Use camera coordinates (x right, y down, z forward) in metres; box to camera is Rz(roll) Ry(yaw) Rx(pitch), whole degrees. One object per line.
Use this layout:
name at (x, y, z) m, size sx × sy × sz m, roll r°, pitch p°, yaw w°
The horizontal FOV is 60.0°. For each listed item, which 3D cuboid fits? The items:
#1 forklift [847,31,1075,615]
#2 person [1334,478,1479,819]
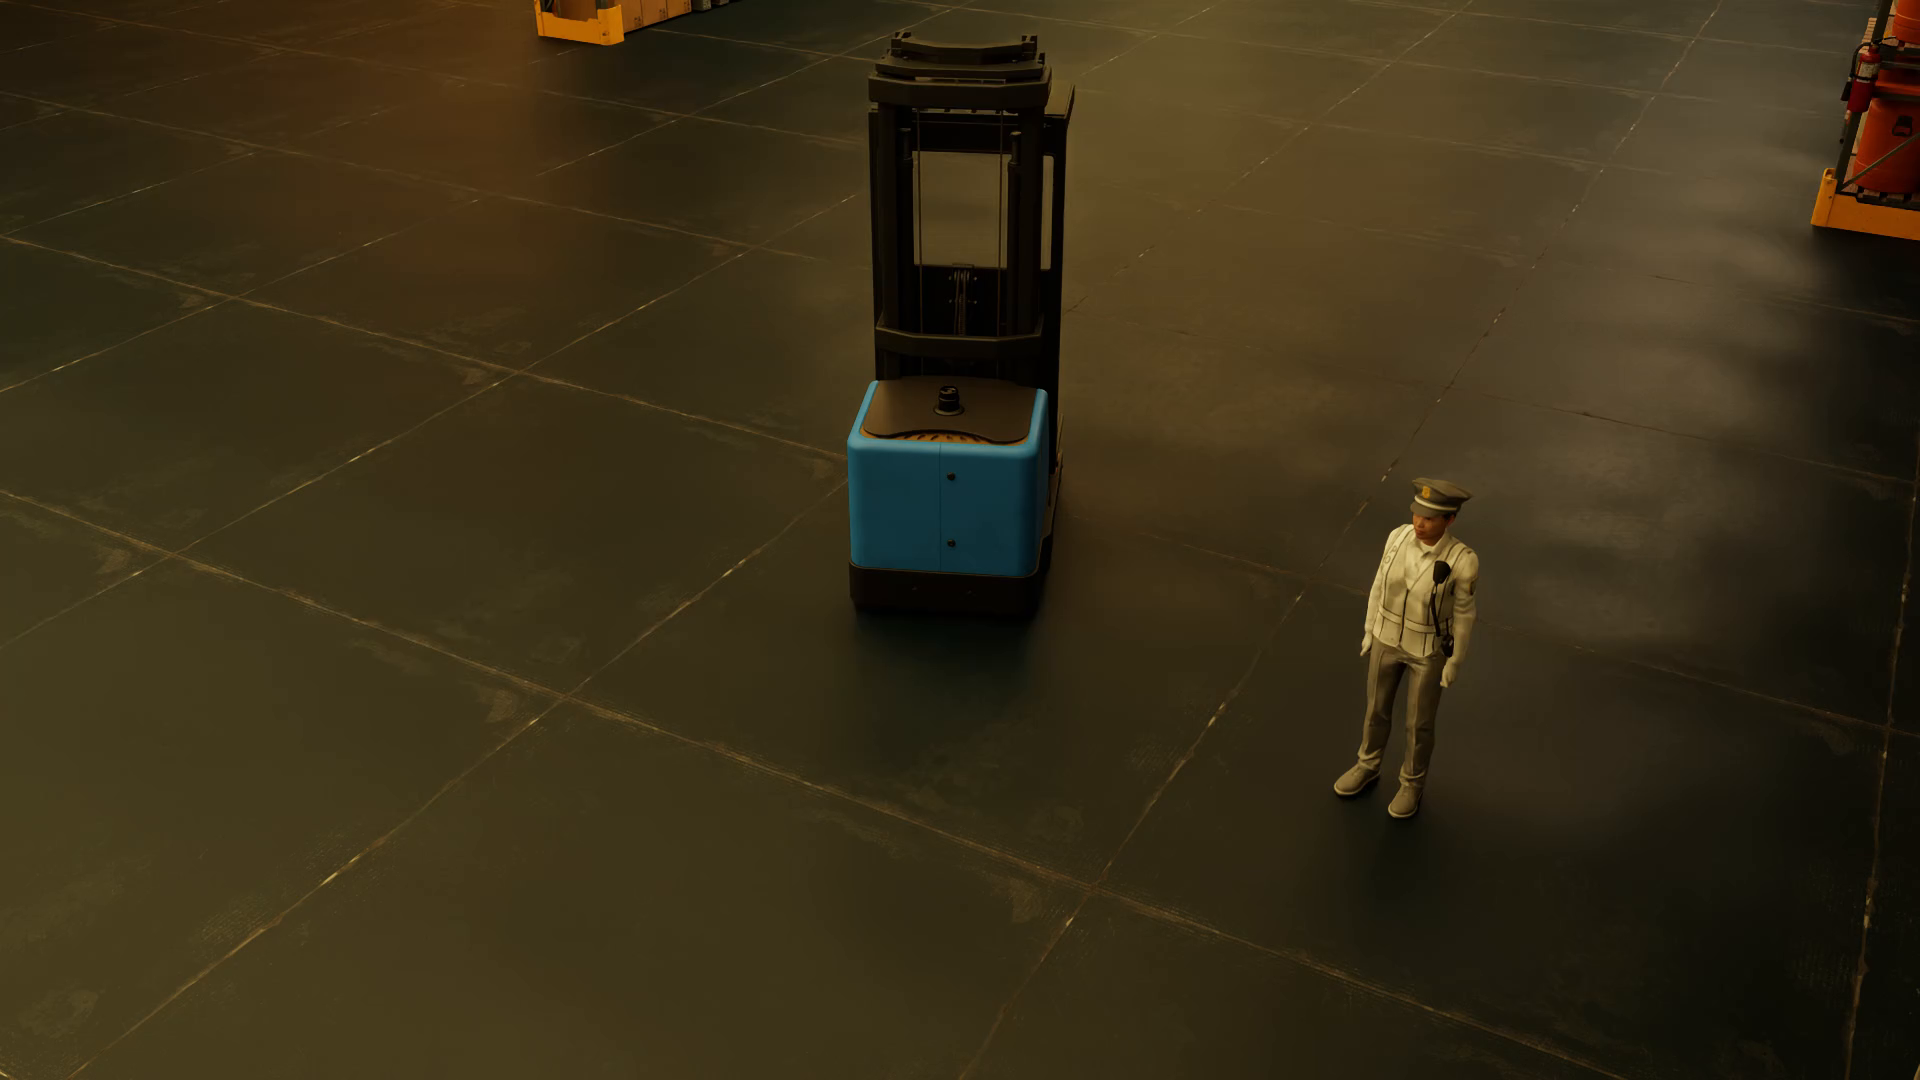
forklift at (0.072, -1.572, 9.794) m, size 1.130 × 2.935 × 3.031 m, roll 3°, pitch 30°, yaw 6°
person at (2.031, 0.479, 7.487) m, size 0.473 × 1.691 × 0.331 m, roll 23°, pitch 37°, yaw 34°
